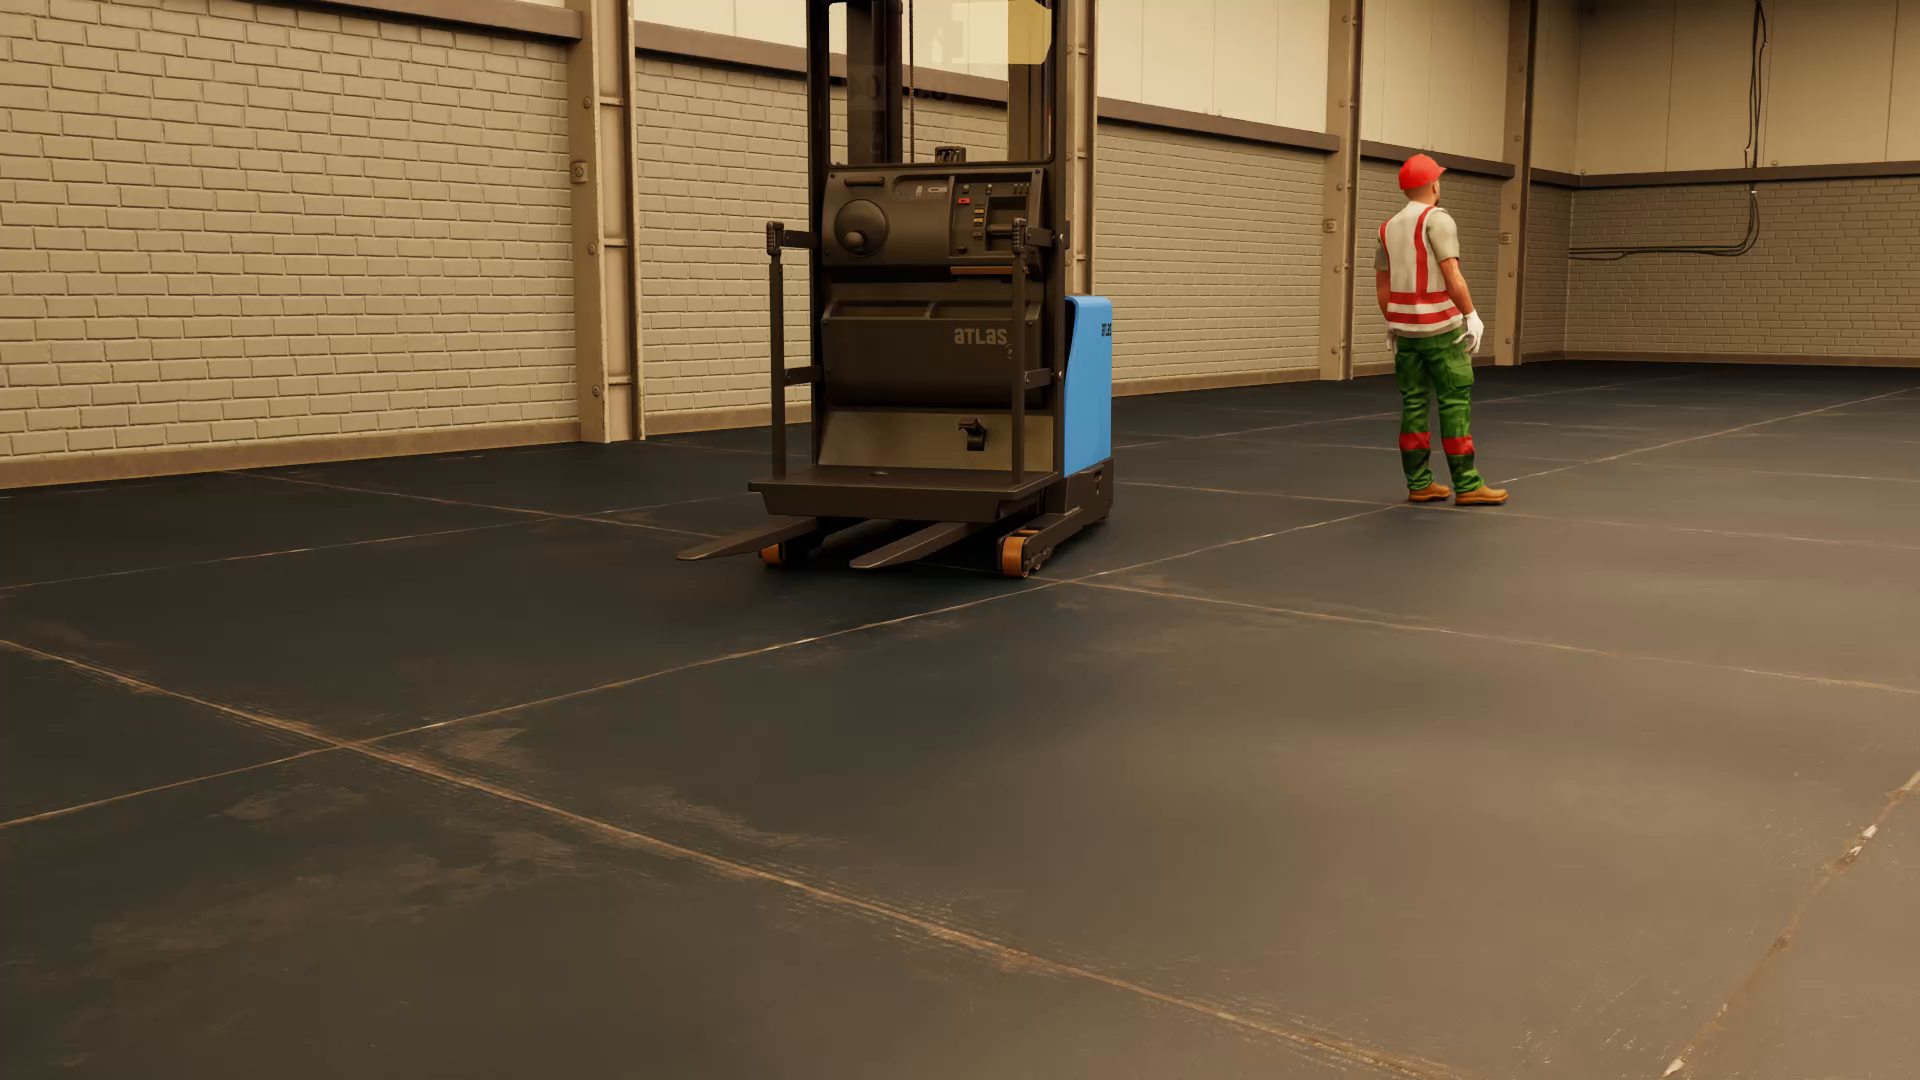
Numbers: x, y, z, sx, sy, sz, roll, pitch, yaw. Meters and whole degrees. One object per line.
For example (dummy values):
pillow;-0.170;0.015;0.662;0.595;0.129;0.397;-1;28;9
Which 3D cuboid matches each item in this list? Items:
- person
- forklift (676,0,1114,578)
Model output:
person;2.500;-1.097;8.678;0.560;1.788;0.637;-4;9;-28
forklift;-0.176;-1.366;6.616;1.130;2.935;3.031;3;9;17
